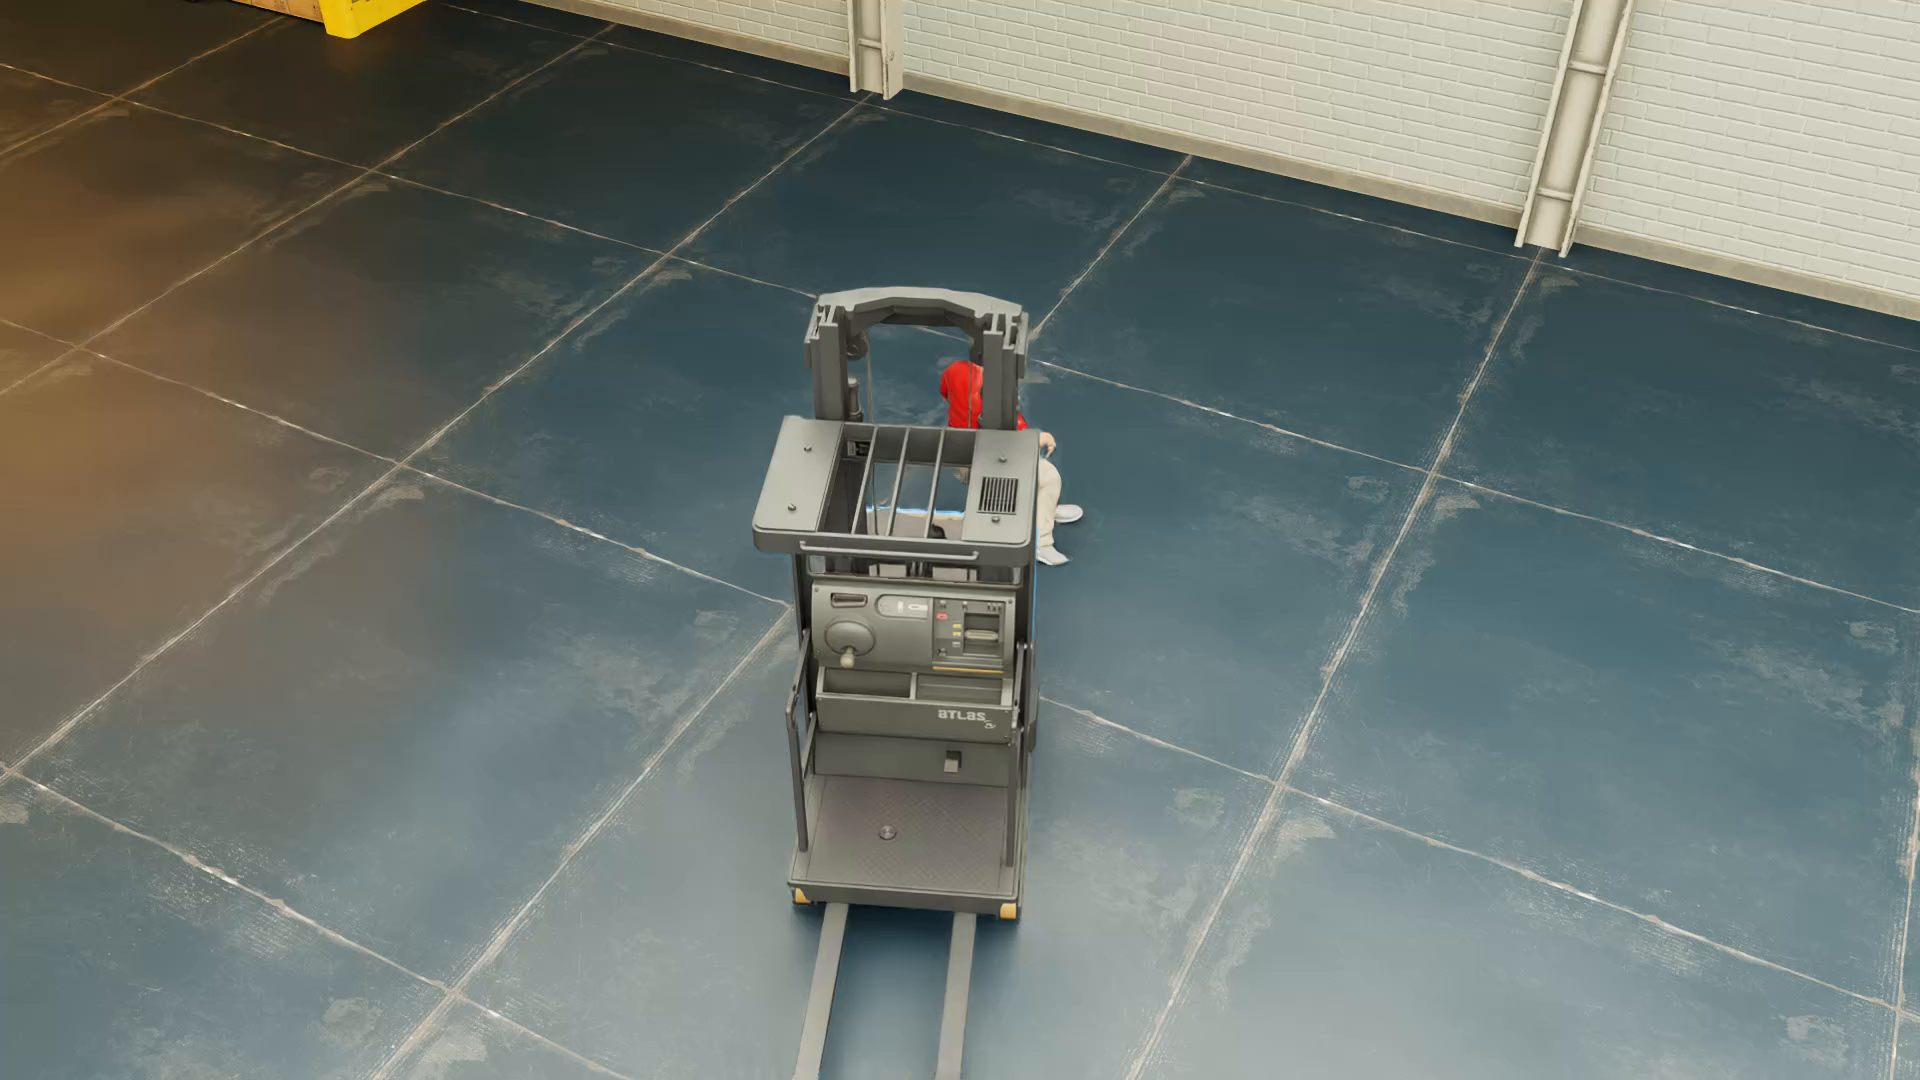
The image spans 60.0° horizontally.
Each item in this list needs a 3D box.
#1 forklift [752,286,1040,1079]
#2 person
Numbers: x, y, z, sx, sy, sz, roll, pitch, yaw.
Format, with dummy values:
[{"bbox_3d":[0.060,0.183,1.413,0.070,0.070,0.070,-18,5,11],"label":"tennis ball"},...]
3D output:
[{"bbox_3d":[-0.231,0.484,7.411,1.130,2.935,3.031,3,40,4],"label":"forklift"},{"bbox_3d":[0.354,-0.588,9.866,0.855,1.543,0.824,-25,46,-27],"label":"person"}]
